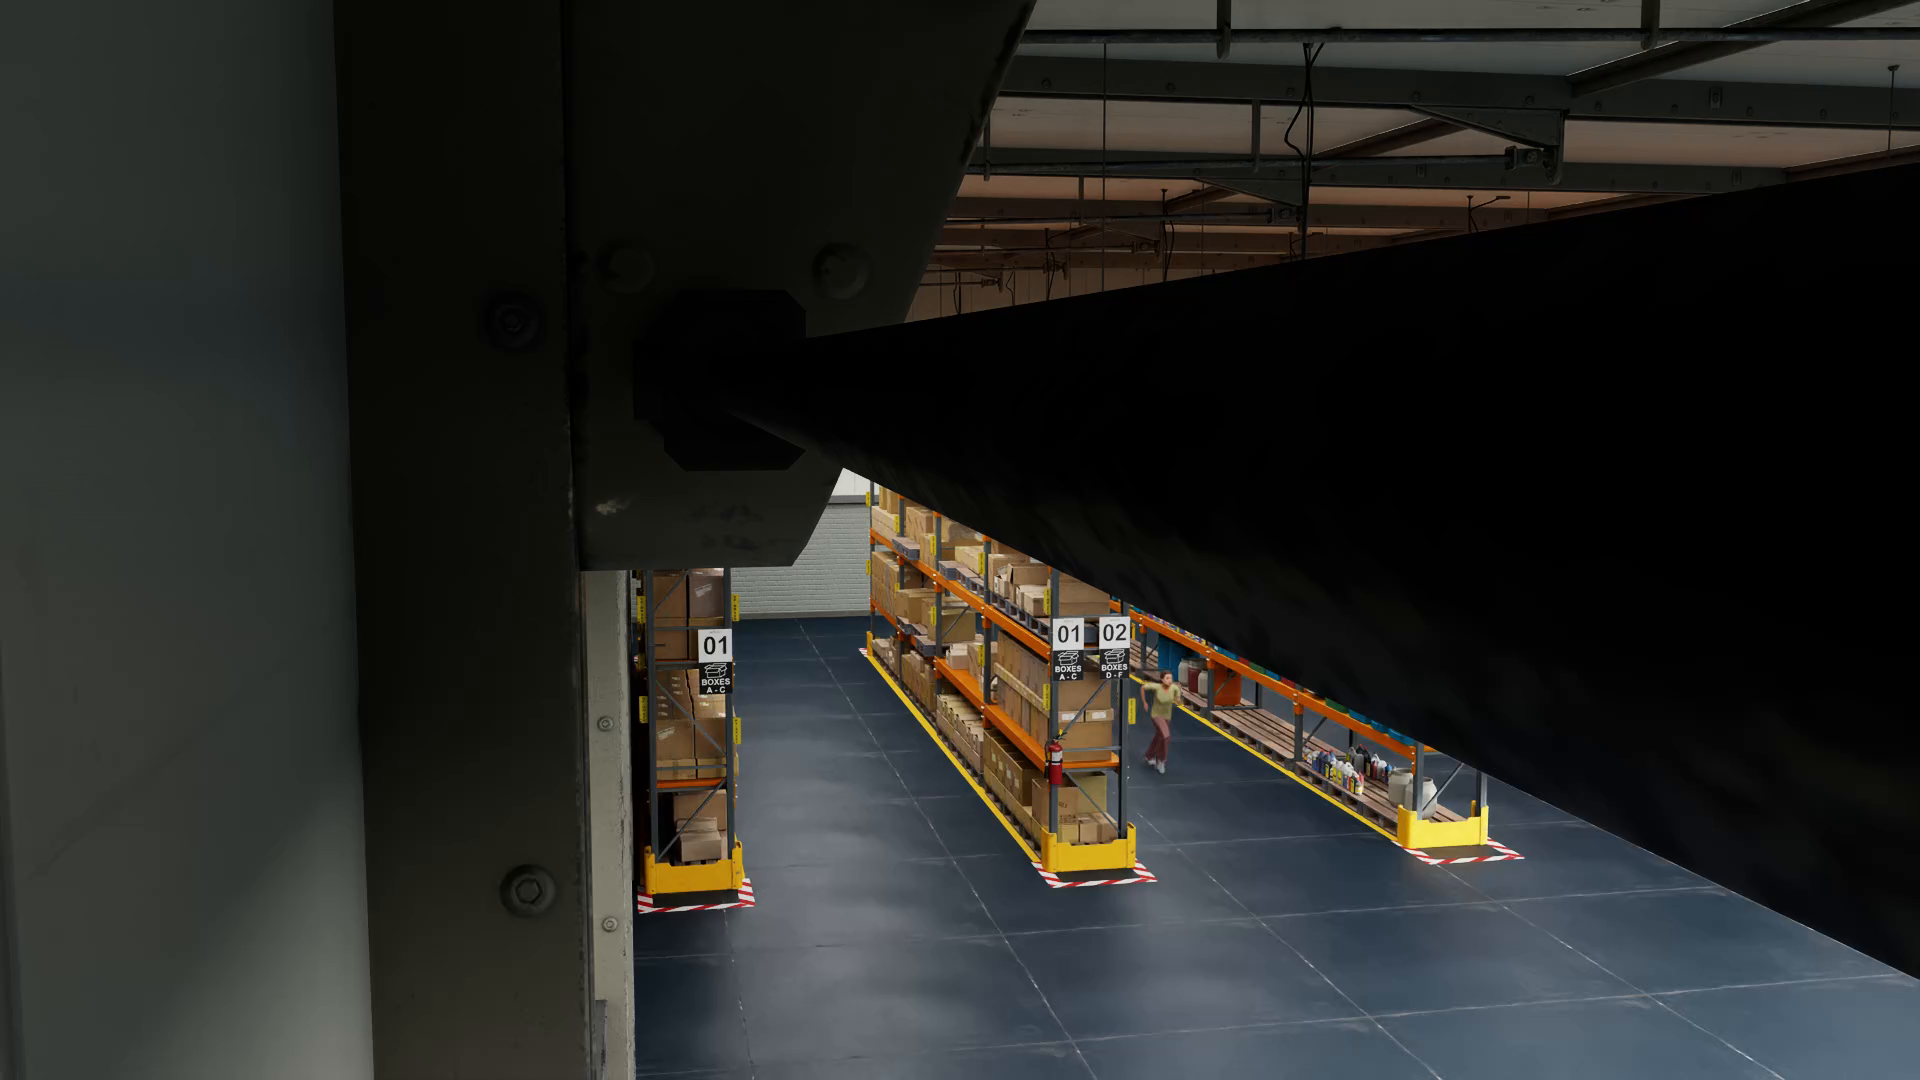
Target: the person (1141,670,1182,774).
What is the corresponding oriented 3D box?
[{"bbox_3d":[3.129,2.811,25.999,0.570,1.610,0.879,-3,7,-24],"label":"person"}]
